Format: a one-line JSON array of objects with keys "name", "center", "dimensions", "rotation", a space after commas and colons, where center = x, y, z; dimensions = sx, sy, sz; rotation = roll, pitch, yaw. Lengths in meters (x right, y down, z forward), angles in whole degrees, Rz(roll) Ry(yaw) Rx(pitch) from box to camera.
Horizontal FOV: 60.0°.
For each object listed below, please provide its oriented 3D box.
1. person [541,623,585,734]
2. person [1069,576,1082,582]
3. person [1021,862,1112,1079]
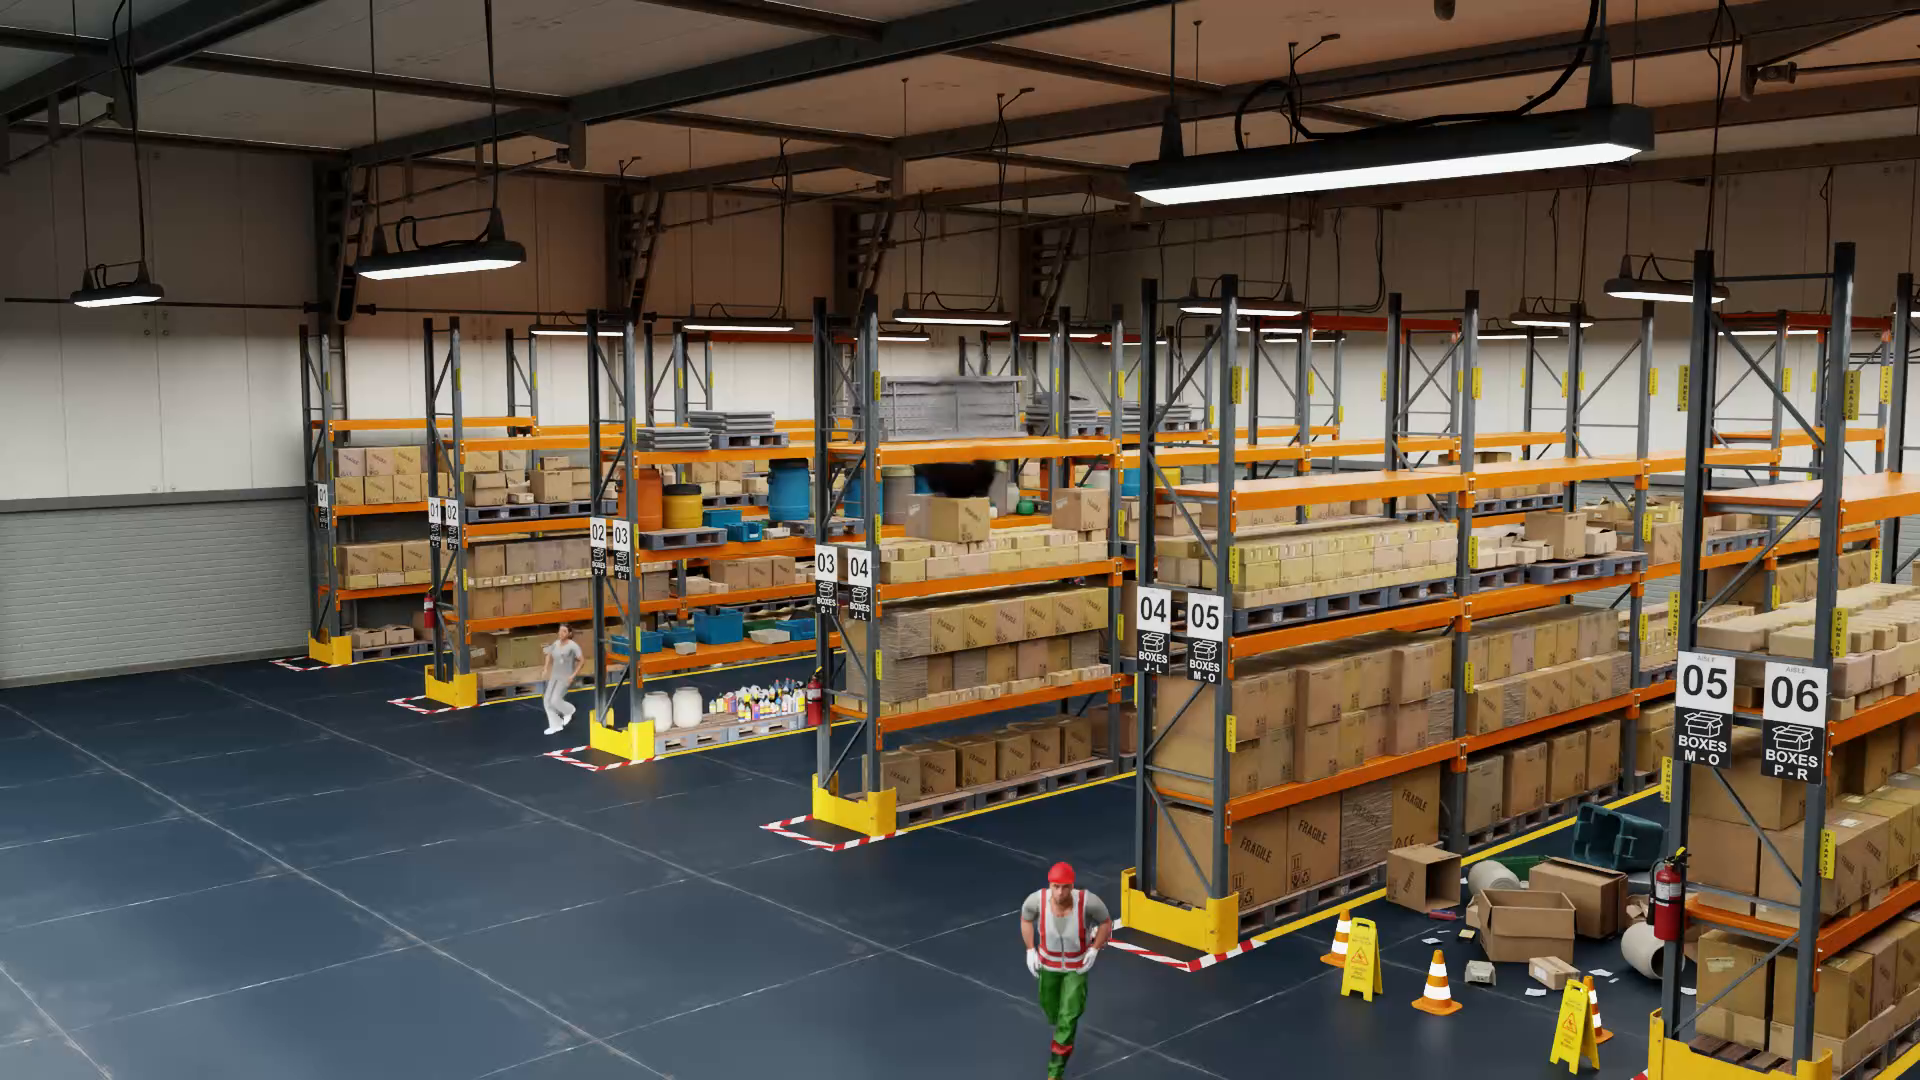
[{"name": "person", "center": [-5.671, 1.978, 23.761], "dimensions": [0.608, 1.618, 0.544], "rotation": [3, 7, 27]}, {"name": "person", "center": [2.452, 1.034, 32.680], "dimensions": [0.794, 1.711, 0.655], "rotation": [-5, 7, -39]}, {"name": "person", "center": [0.773, 3.111, 12.151], "dimensions": [0.660, 1.729, 0.941], "rotation": [1, 6, 5]}]
